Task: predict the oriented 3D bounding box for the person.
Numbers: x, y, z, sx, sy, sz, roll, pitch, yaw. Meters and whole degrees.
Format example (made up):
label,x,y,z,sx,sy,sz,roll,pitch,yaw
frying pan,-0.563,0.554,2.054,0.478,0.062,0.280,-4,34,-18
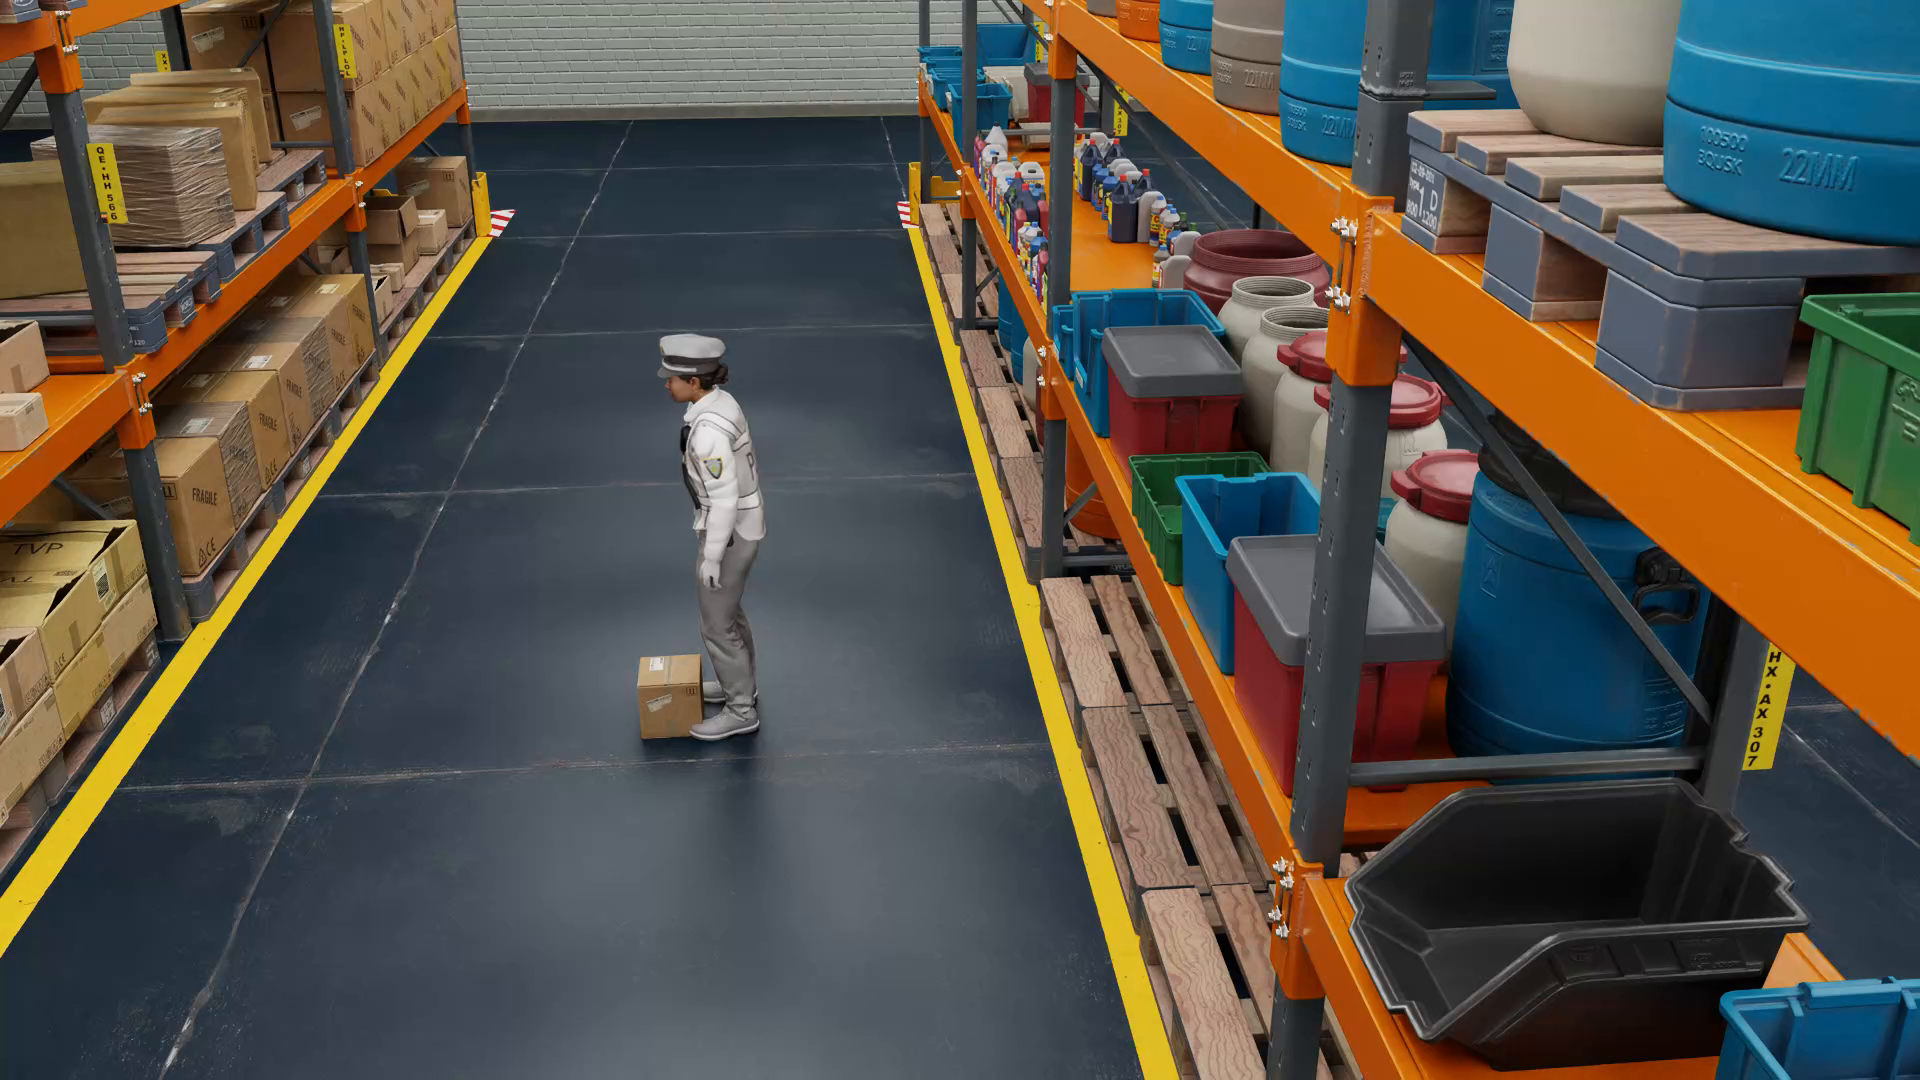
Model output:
label,x,y,z,sx,sy,sz,roll,pitch,yaw
person,-0.961,-0.011,6.620,0.379,1.663,0.535,-3,24,-6
